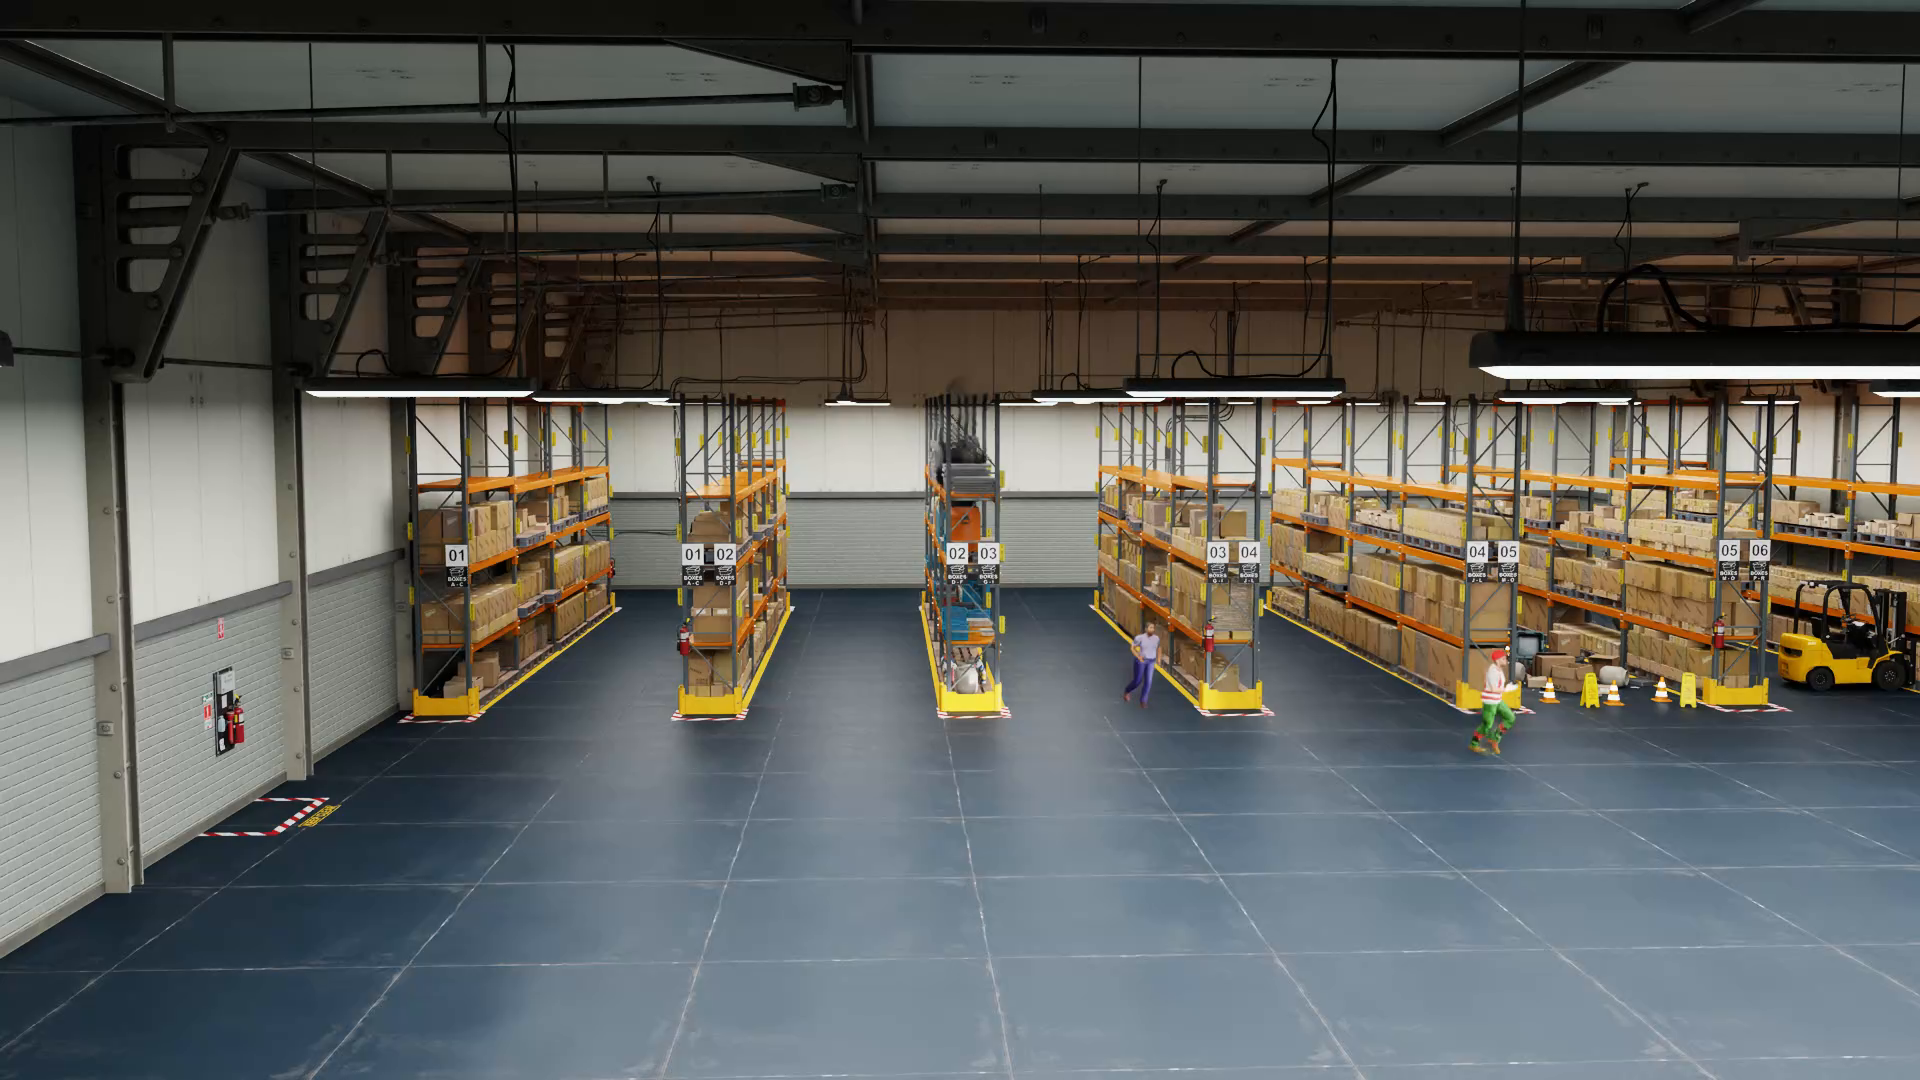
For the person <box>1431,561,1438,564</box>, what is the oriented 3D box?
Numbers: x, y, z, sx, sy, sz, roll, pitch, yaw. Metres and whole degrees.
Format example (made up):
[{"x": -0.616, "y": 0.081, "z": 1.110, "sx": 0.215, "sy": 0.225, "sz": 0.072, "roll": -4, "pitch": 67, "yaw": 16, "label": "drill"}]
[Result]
[{"x": 14.201, "y": 1.015, "z": 49.462, "sx": 0.721, "sy": 1.651, "sz": 0.648, "roll": 2, "pitch": 5, "yaw": 23, "label": "person"}]

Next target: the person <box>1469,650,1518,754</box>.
[{"x": 8.789, "y": 2.663, "z": 27.356, "sx": 0.805, "sy": 1.742, "sz": 0.697, "roll": 3, "pitch": 5, "yaw": 32, "label": "person"}]

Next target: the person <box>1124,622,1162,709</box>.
[{"x": 3.586, "y": 2.391, "z": 32.093, "sx": 0.696, "sy": 1.625, "sz": 0.752, "roll": -1, "pitch": 5, "yaw": -15, "label": "person"}]

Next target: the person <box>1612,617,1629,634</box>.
[{"x": 16.308, "y": 1.620, "z": 40.881, "sx": 0.714, "sy": 1.742, "sz": 0.635, "roll": 0, "pitch": 5, "yaw": -6, "label": "person"}]
